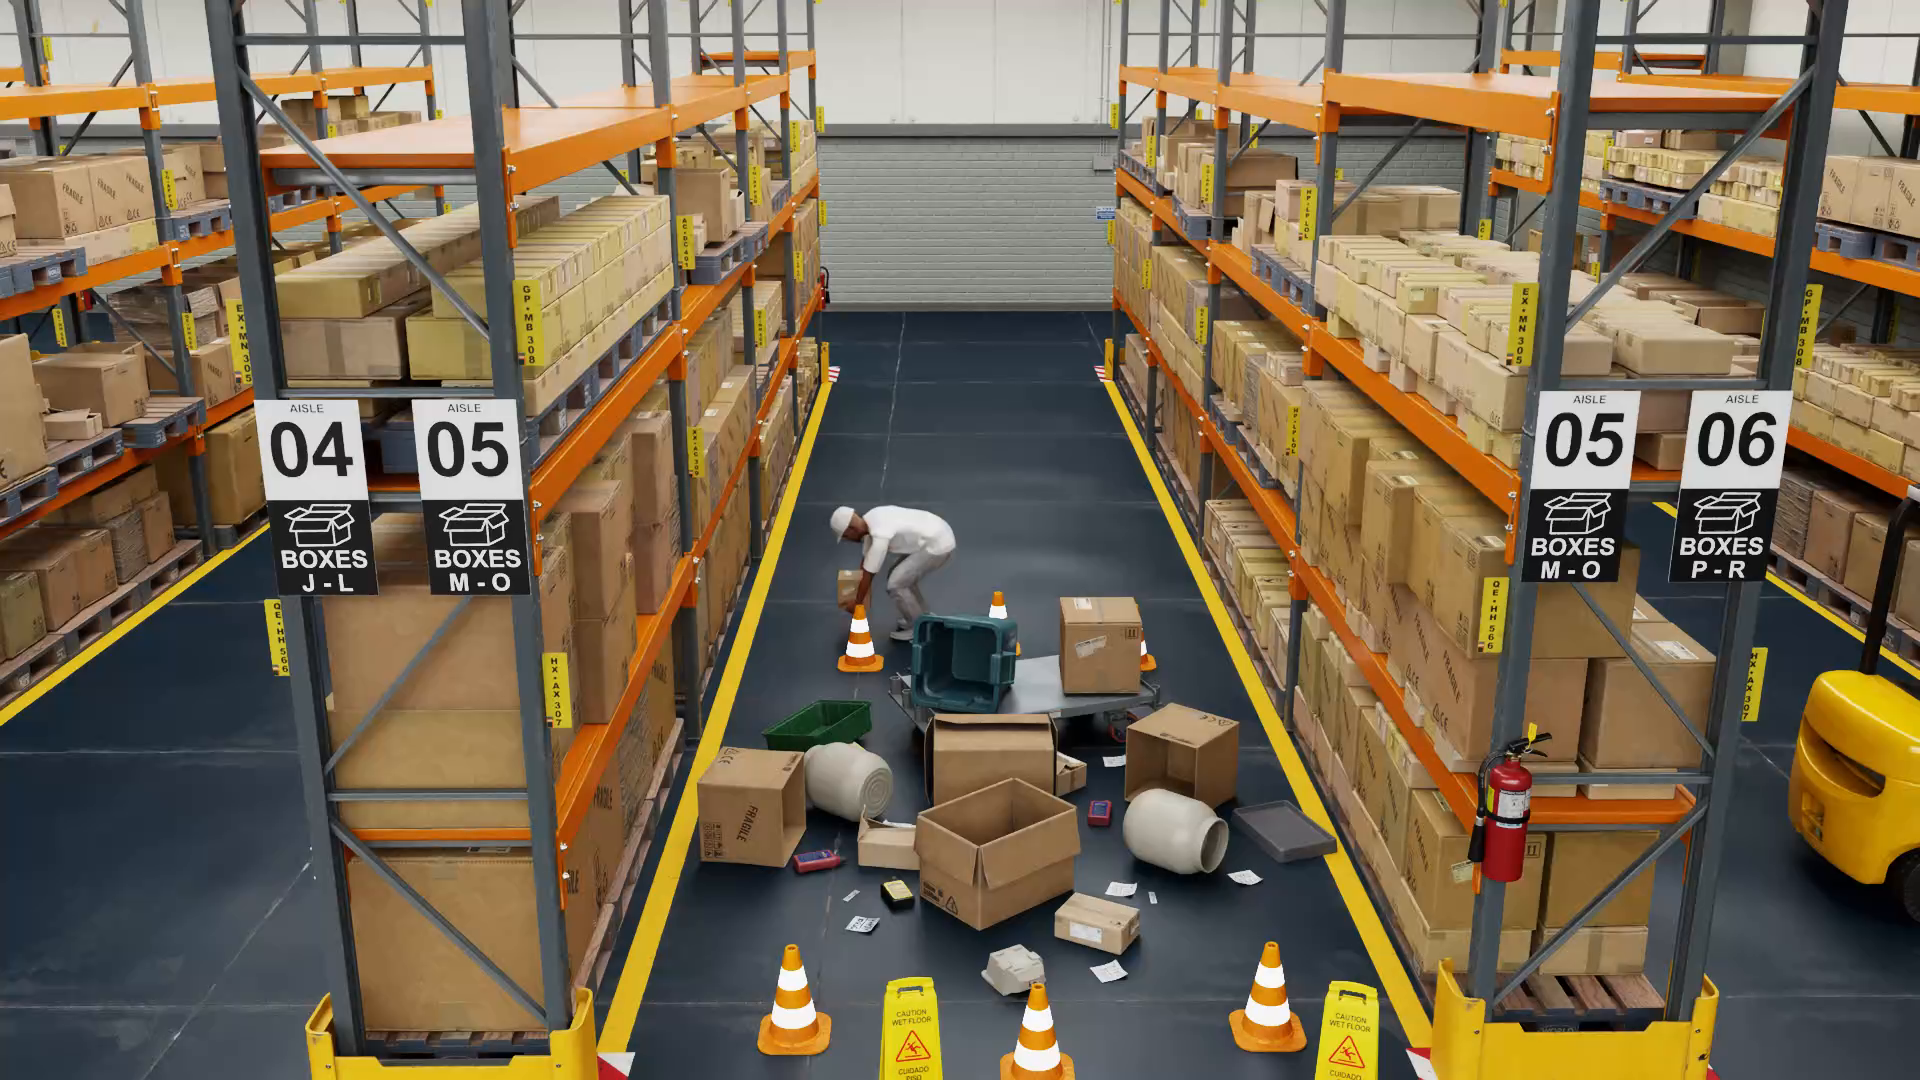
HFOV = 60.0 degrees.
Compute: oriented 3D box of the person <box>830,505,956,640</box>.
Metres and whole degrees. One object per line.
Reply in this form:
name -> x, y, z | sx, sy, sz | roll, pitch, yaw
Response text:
person -> -0.516, 0.244, 12.929 | 0.966, 1.050, 0.515 | -1, 17, -3
